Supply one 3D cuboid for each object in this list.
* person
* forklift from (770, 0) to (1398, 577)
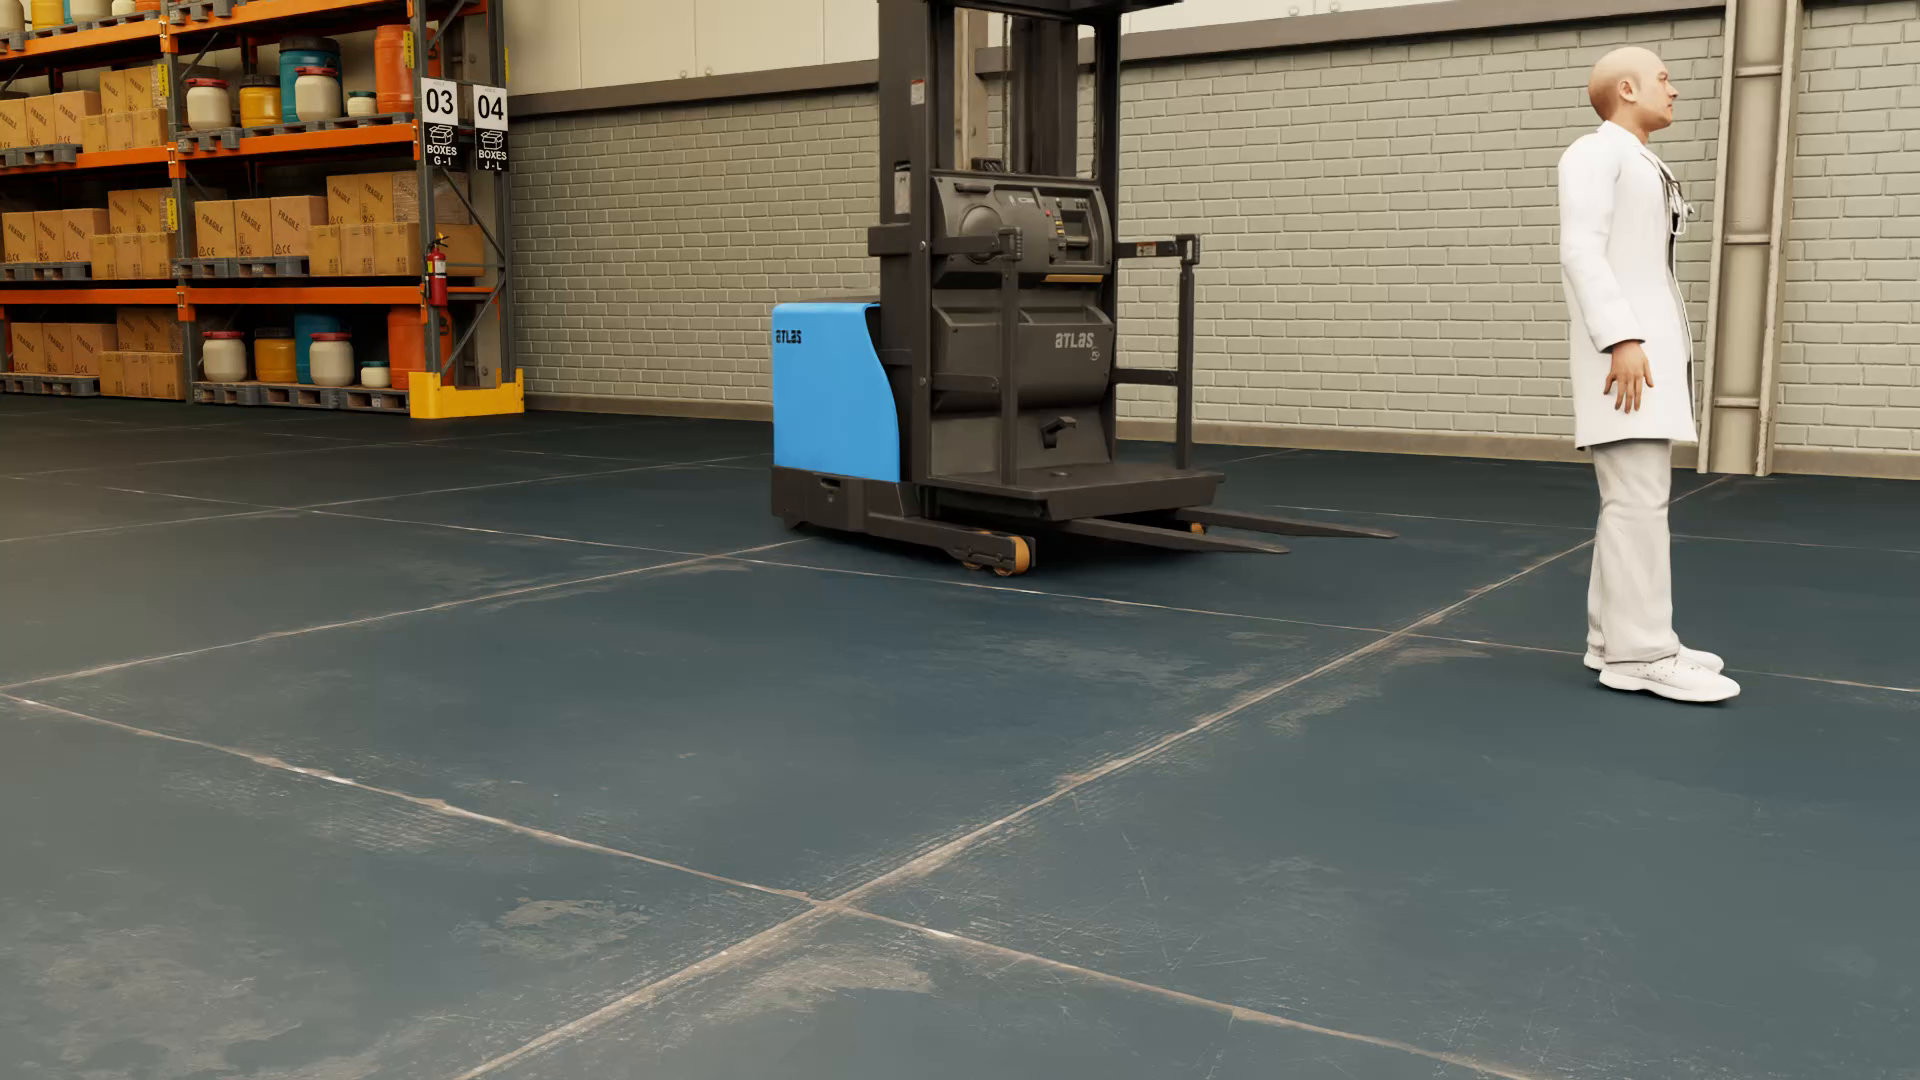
[{"bbox_3d":[1.988,-0.487,4.689,0.566,1.782,0.692,5,10,33],"label":"person"},{"bbox_3d":[0.412,-1.383,6.922,1.130,2.935,3.031,-6,10,-38],"label":"forklift"}]
